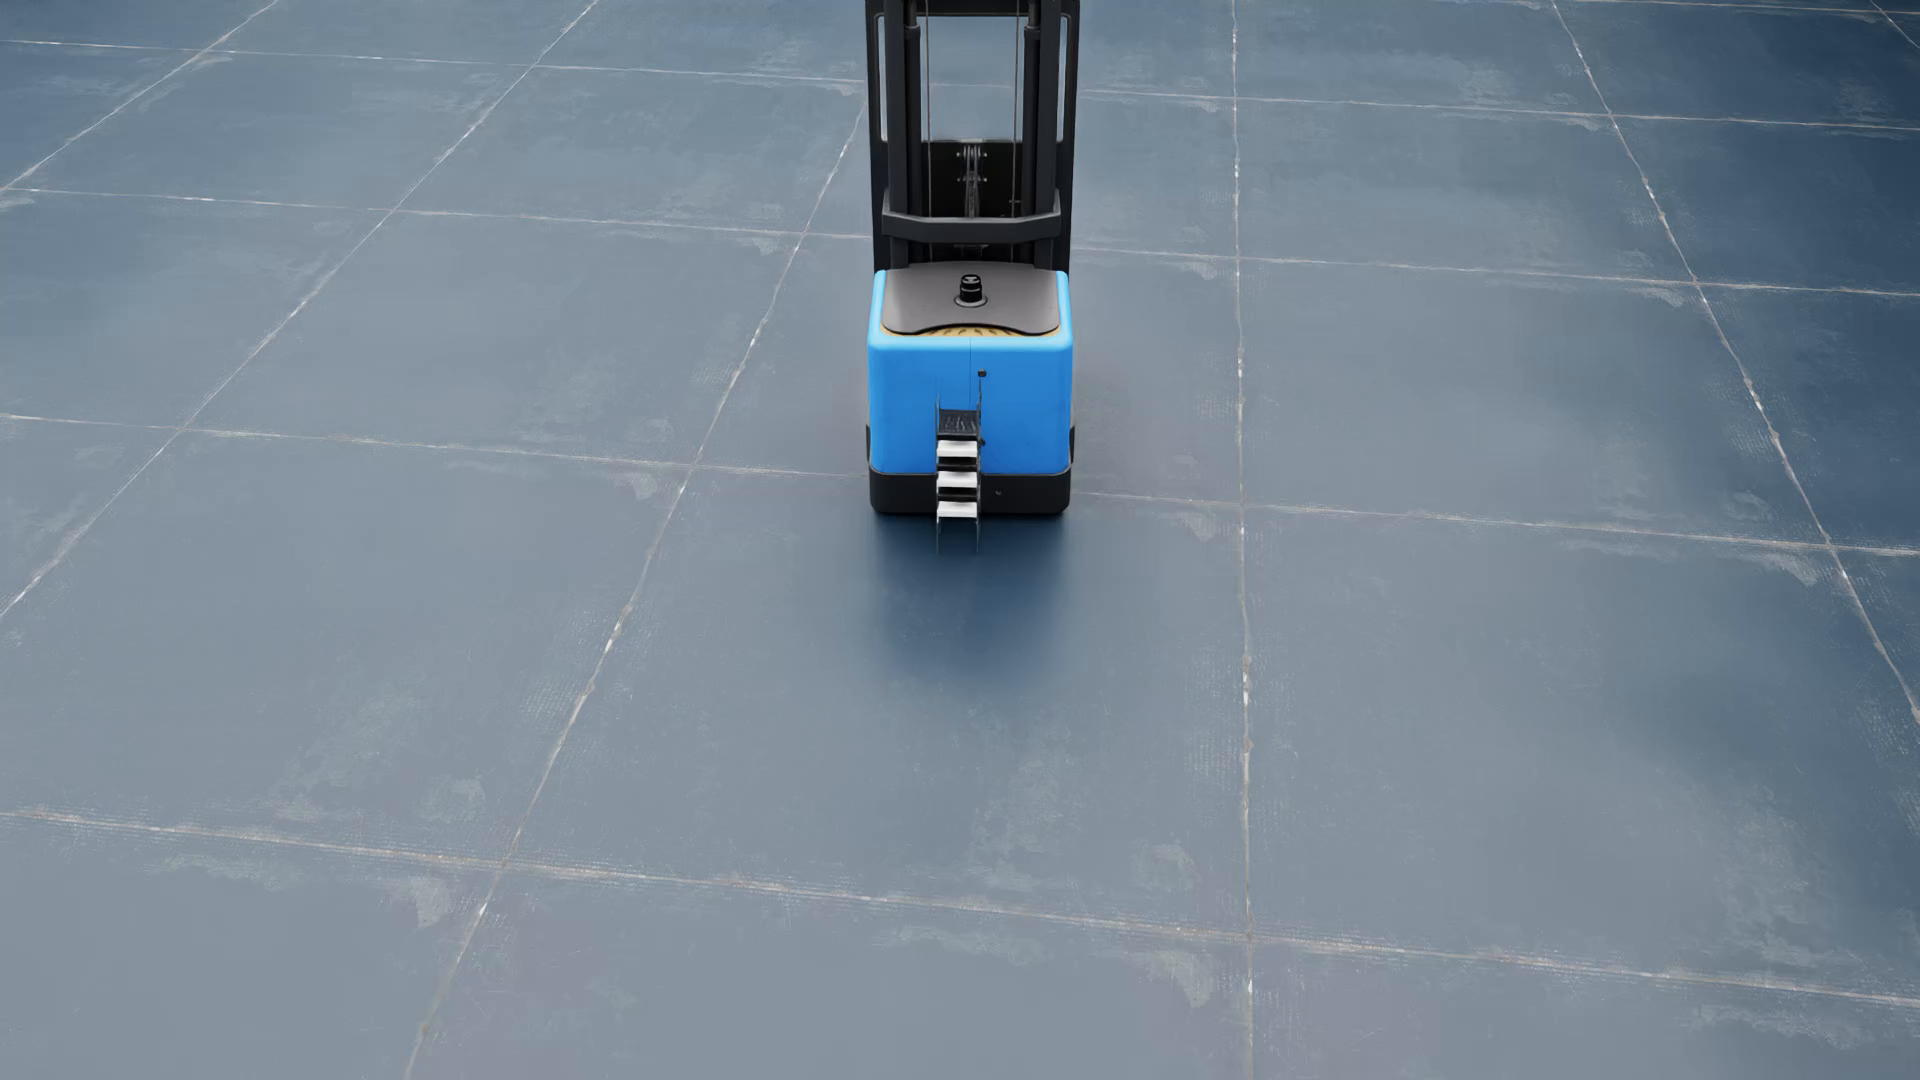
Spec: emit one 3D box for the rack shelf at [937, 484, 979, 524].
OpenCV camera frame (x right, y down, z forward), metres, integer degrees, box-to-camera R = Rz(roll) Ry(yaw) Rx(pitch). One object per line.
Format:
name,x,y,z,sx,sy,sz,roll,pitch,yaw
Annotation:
rack shelf,-0.008,-0.186,8.460,0.200,0.077,0.258,2,36,3

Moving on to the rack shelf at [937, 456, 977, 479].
rack shelf,-0.008,-0.406,8.303,0.200,0.077,0.258,2,36,3

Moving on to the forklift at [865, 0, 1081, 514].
forklift,0.066,-2.154,9.102,1.130,2.935,3.031,0,36,0

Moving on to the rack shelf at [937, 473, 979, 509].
rack shelf,-0.008,-0.259,8.407,0.200,0.077,0.258,2,36,3

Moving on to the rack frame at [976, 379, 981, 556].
rack frame,0.093,-0.356,8.331,0.006,0.900,0.240,2,36,3

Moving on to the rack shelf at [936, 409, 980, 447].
rack shelf,-0.008,-0.552,8.198,0.200,0.077,0.258,2,36,3

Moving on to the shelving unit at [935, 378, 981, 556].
shelving unit,-0.008,-0.359,8.336,0.210,0.900,0.258,2,36,3

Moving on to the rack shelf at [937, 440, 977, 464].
rack shelf,-0.008,-0.479,8.251,0.200,0.077,0.258,2,36,3

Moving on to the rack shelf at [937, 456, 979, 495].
rack shelf,-0.008,-0.332,8.355,0.200,0.077,0.258,2,36,3

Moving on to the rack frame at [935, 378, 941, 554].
rack frame,-0.110,-0.363,8.340,0.006,0.900,0.240,2,36,3
